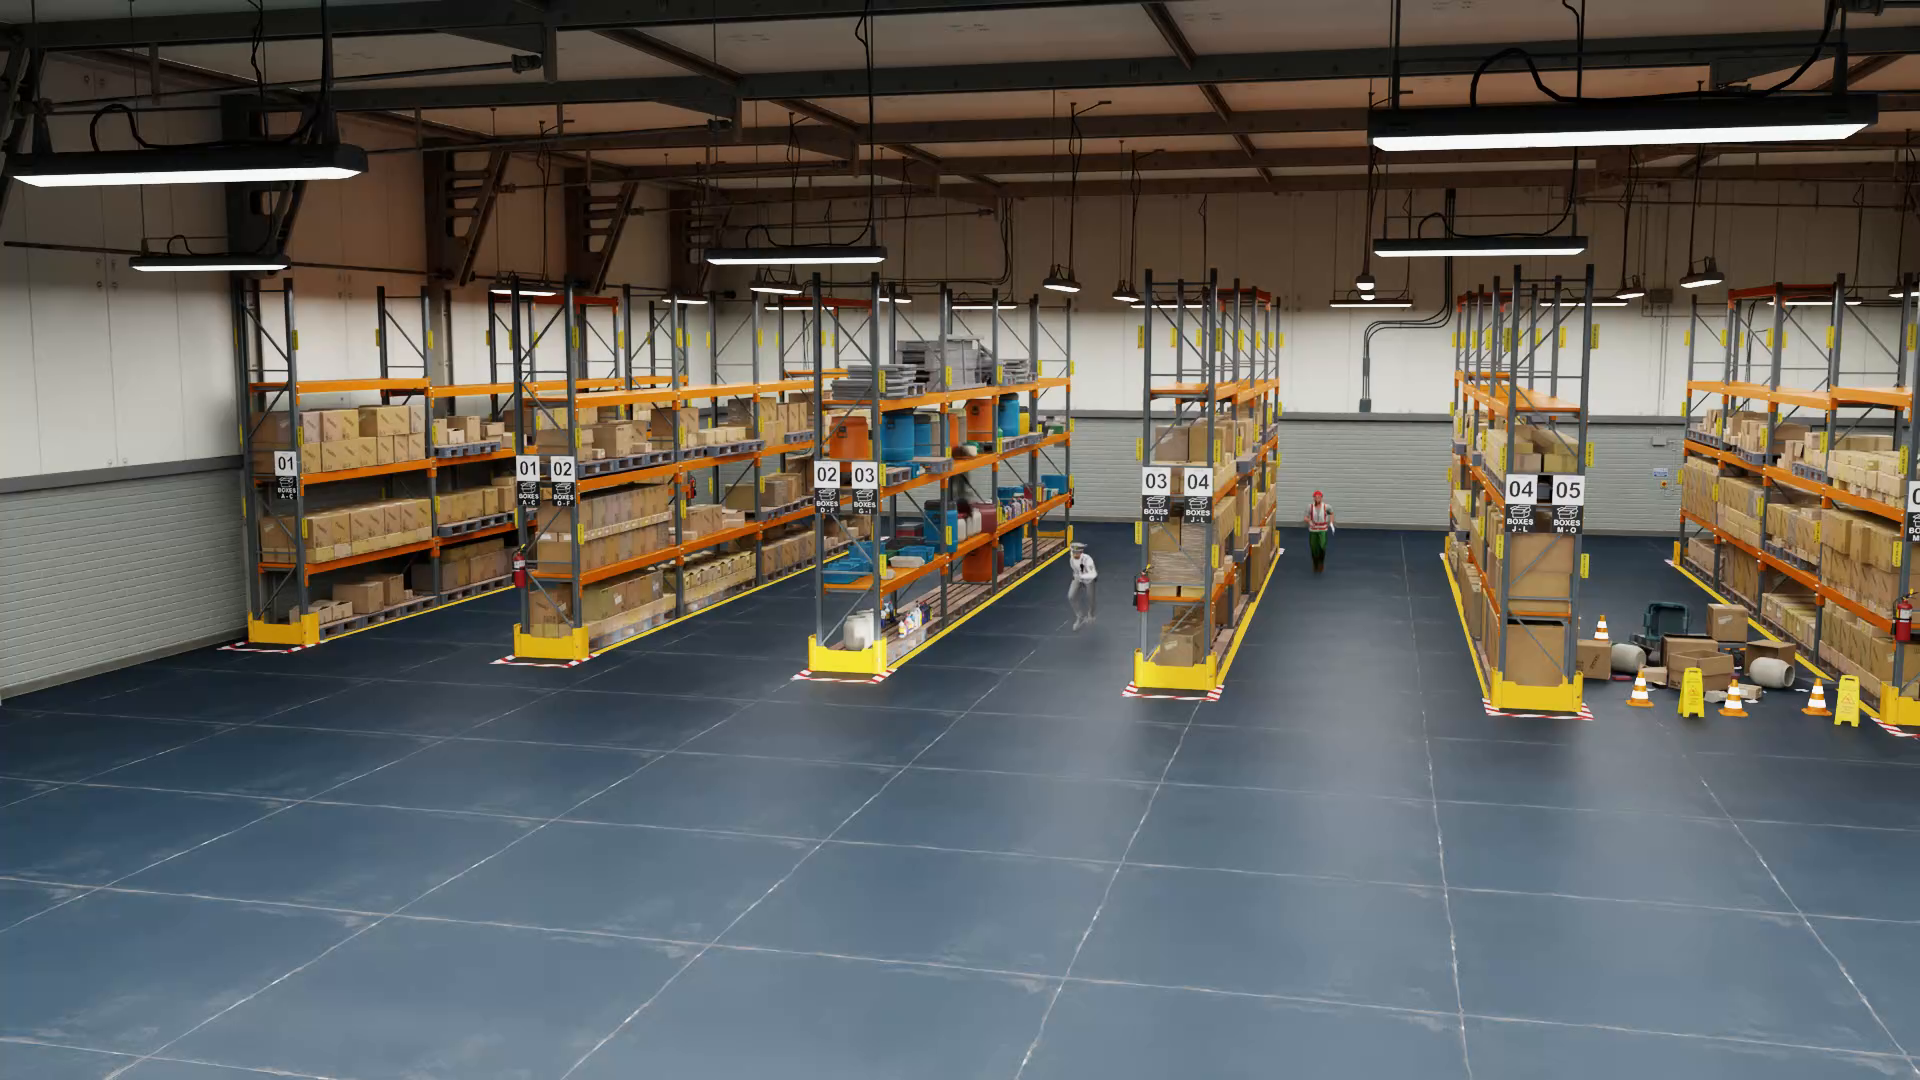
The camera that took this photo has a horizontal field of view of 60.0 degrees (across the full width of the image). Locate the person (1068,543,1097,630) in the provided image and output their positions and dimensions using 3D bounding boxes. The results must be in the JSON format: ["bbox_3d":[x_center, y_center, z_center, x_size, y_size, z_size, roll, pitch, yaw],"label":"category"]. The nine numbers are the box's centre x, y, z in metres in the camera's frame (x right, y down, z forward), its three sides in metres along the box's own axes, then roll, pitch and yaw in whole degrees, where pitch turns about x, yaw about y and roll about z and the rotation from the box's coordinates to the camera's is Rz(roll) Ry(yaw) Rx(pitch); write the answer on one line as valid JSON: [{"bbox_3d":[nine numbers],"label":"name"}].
[{"bbox_3d":[2.074,0.730,27.496,0.594,1.455,1.062,4,8,29],"label":"person"}]

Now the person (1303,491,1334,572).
[{"bbox_3d":[7.732,-0.180,35.860,0.652,1.766,0.772,2,7,15],"label":"person"}]
